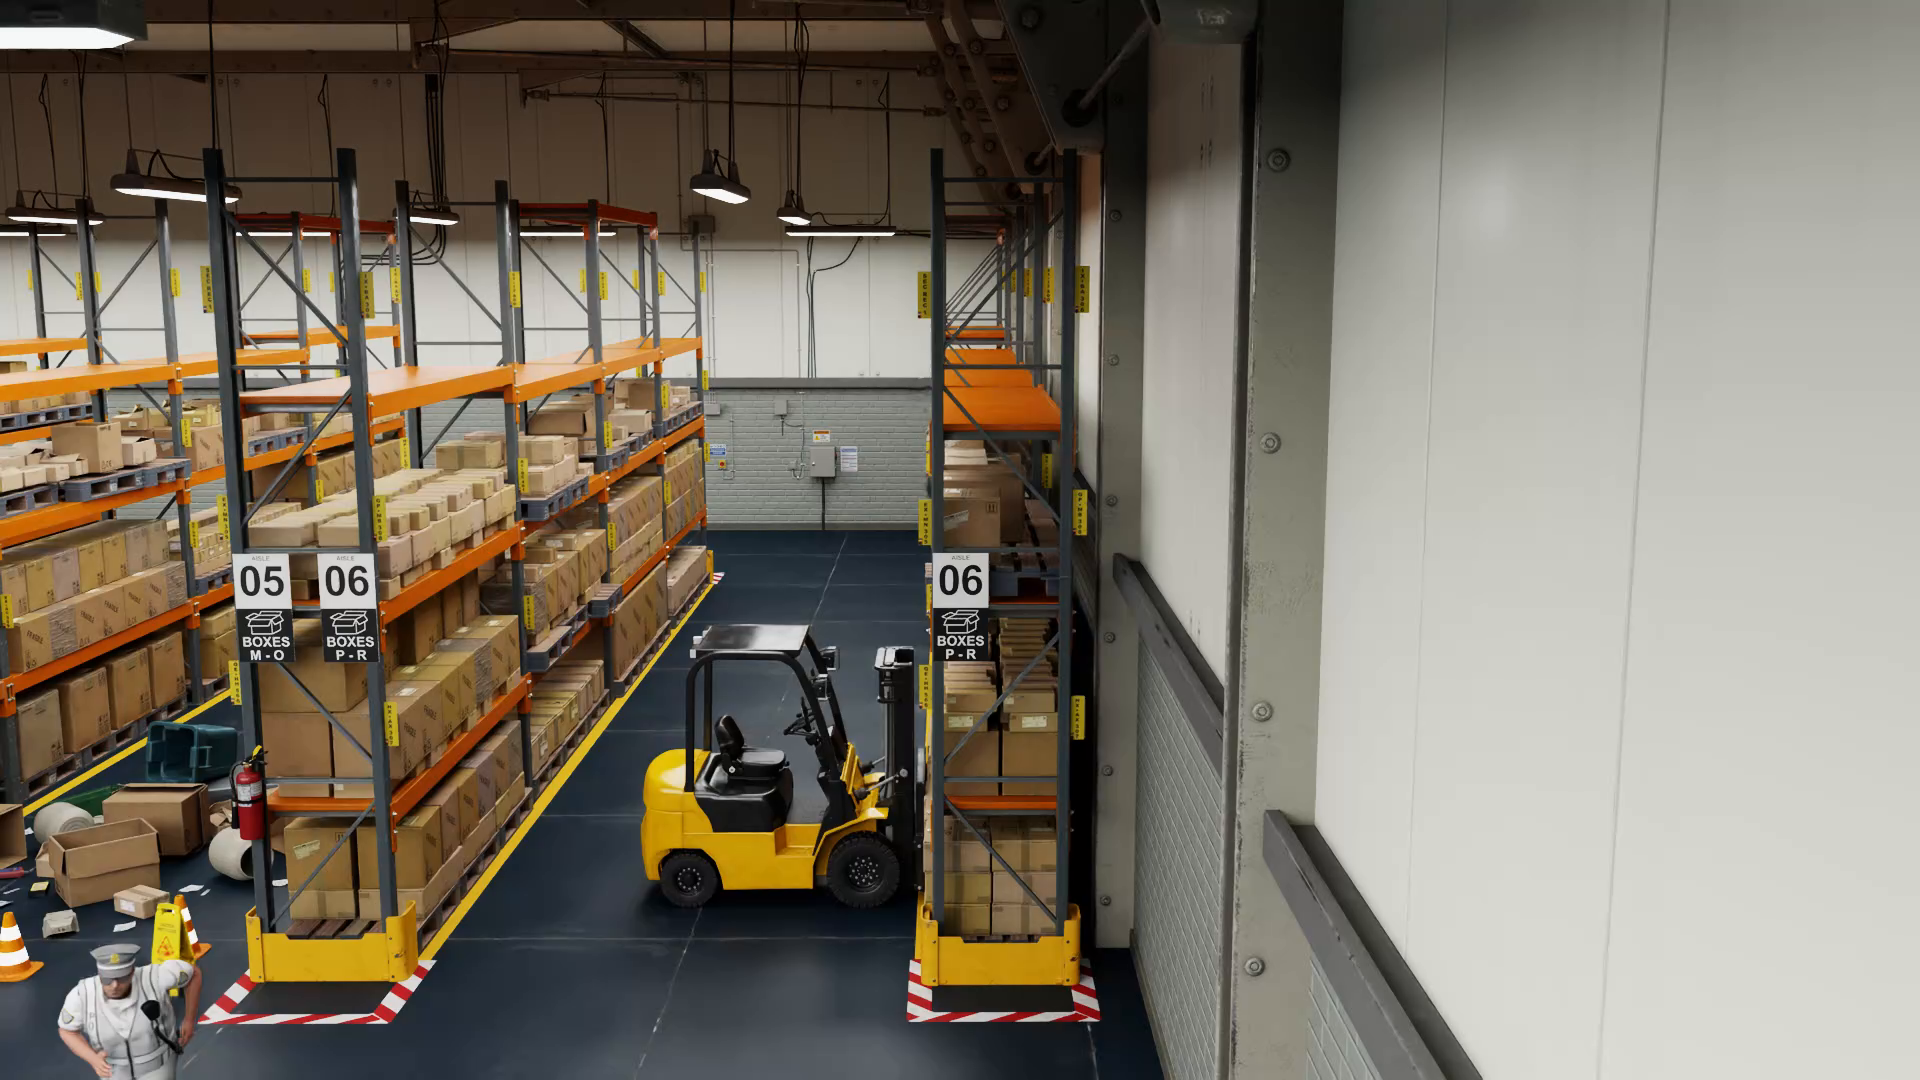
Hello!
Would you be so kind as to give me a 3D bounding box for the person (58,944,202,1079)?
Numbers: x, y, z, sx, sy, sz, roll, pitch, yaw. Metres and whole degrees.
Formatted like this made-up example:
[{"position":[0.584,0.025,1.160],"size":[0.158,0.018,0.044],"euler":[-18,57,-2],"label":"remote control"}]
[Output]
[{"position":[-4.561,2.924,9.240],"size":[0.706,1.722,1.018],"euler":[-3,10,-20],"label":"person"}]
